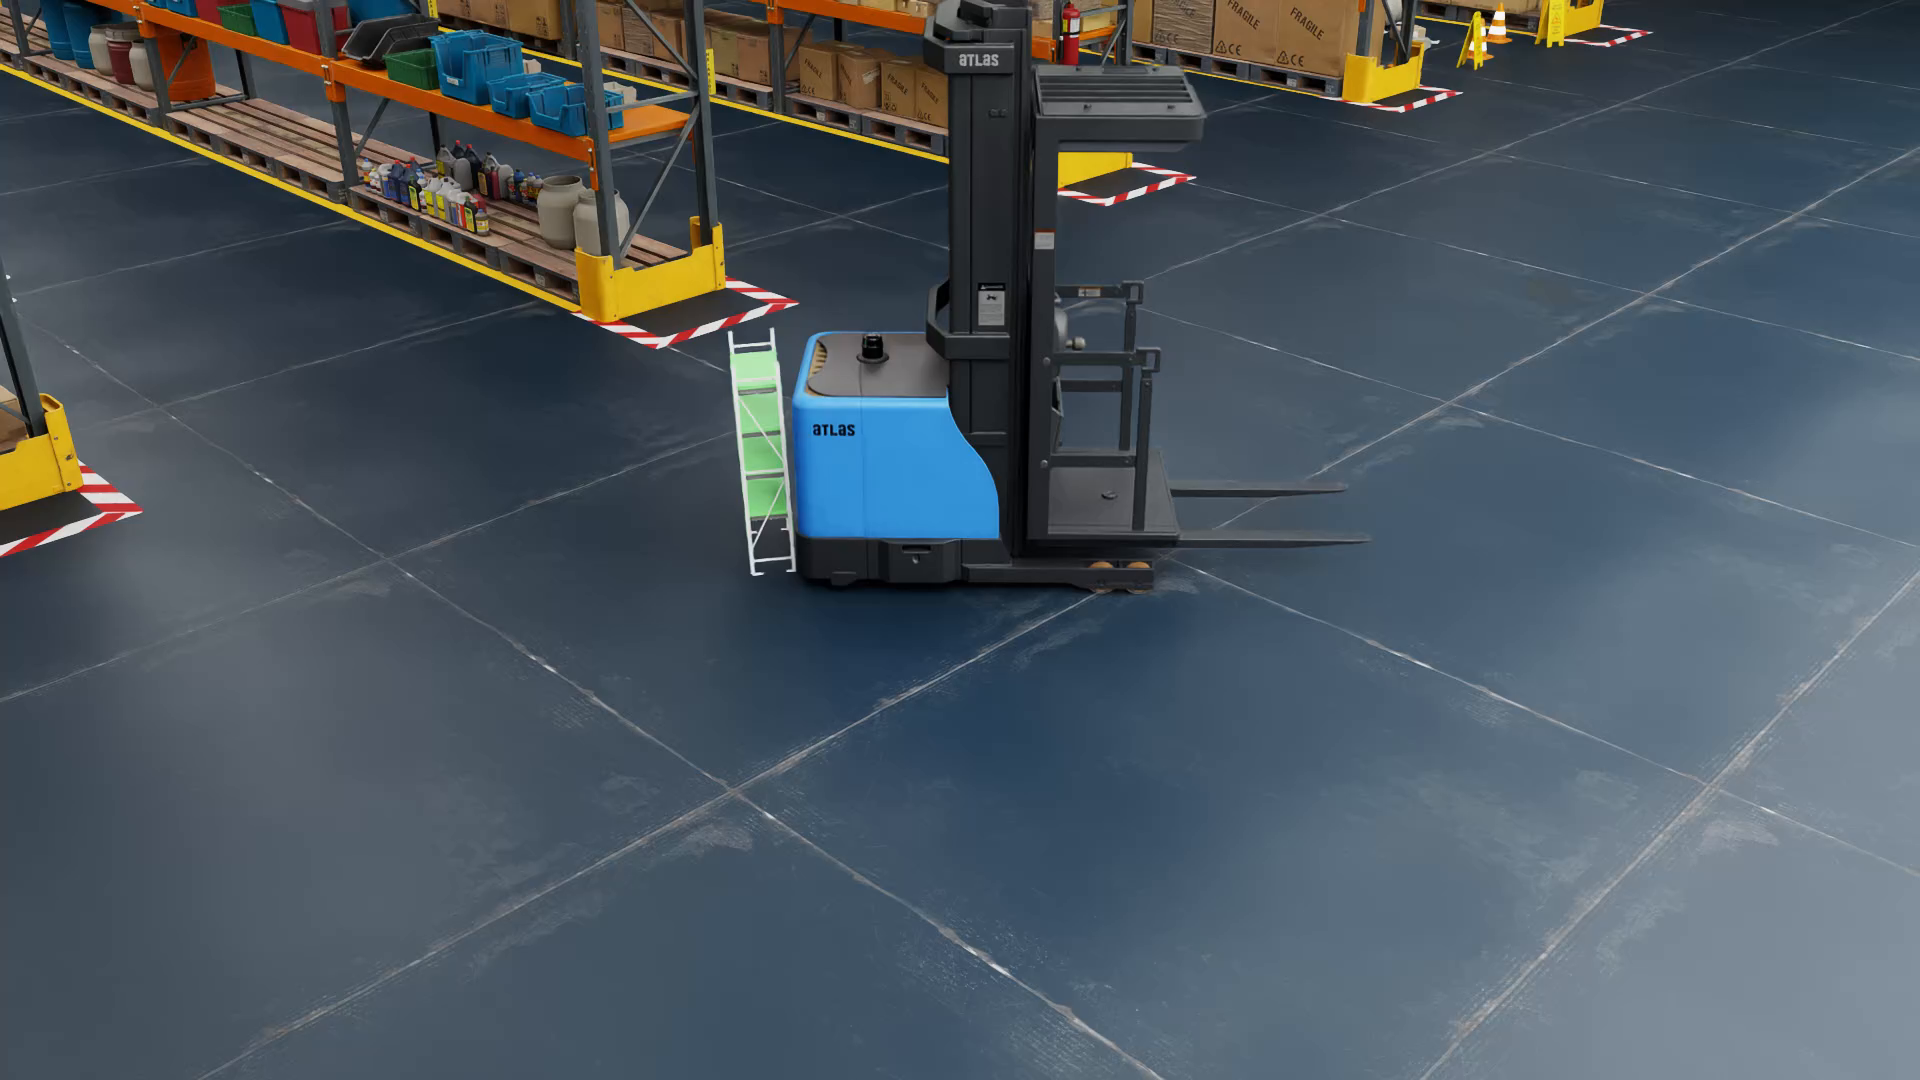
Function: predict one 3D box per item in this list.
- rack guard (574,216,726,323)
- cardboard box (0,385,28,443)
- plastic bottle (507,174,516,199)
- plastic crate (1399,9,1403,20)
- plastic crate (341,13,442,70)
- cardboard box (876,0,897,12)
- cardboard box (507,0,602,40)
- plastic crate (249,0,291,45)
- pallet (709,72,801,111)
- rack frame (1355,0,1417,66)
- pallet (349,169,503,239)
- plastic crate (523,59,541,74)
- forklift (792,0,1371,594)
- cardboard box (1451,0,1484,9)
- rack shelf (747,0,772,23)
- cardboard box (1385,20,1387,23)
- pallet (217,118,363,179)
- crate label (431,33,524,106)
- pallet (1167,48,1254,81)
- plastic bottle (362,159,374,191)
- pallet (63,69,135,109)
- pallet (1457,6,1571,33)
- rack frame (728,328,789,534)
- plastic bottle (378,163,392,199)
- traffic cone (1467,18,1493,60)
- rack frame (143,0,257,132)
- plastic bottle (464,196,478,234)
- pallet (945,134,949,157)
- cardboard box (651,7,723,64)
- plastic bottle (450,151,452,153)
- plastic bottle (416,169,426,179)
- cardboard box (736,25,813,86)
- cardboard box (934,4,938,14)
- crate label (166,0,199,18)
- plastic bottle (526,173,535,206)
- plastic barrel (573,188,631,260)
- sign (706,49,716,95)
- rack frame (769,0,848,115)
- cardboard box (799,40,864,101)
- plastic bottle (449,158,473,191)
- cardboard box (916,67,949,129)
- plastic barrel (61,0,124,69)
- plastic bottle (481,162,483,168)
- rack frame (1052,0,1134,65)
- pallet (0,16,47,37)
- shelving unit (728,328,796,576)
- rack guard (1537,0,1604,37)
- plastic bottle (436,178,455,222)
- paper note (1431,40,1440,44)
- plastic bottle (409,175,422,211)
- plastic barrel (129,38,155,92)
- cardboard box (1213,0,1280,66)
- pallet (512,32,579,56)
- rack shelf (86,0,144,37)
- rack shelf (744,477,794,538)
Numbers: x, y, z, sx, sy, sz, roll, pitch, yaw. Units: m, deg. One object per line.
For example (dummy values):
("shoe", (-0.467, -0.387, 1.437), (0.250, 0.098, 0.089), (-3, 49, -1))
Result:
("rack guard", (-2.337, -2.066, 12.642), (0.348, 0.500, 1.175), (25, 36, 38))
("cardboard box", (-5.952, -0.738, 9.934), (0.500, 0.250, 0.500), (25, 36, 38))
("plastic bottle", (-3.858, -3.058, 14.377), (0.097, 0.201, 0.097), (0, 28, 0))
("plastic crate", (5.862, -7.324, 23.093), (0.583, 0.080, 0.402), (12, 30, 22))
("plastic crate", (-4.818, -4.228, 14.134), (0.504, 0.338, 0.767), (25, 36, 38))
("cardboard box", (-0.609, -5.346, 16.464), (0.250, 0.149, 0.380), (25, 36, 38))
("cardboard box", (-4.960, -6.895, 20.971), (0.875, 0.875, 1.225), (23, 35, 36))
("plastic crate", (-6.107, -4.718, 15.017), (0.575, 0.384, 0.392), (25, 36, 38))
("pallet", (-2.186, -5.131, 18.782), (1.213, 0.211, 1.003), (25, 36, 38))
("rack frame", (4.772, -6.420, 18.237), (0.127, 3.000, 1.000), (25, 36, 38))
("pallet", (-4.653, -3.001, 14.731), (1.213, 0.211, 1.003), (25, 36, 38))
("plastic crate", (-3.767, -3.906, 13.739), (0.437, 0.136, 0.530), (25, 36, 38))
("forklift", (0.661, -1.264, 8.505), (3.031, 2.935, 1.130), (0, 28, 1))
("cardboard box", (7.041, -7.411, 22.624), (0.500, 0.250, 0.500), (25, 37, 39))
("rack shelf", (-3.056, -6.446, 19.060), (4.000, 0.370, 1.077), (25, 36, 38))
("cardboard box", (5.143, -6.724, 21.497), (0.637, 0.503, 0.797), (2, 28, 4))
("pallet", (-6.564, -3.876, 16.394), (1.213, 0.211, 1.003), (25, 36, 38))
("crate label", (-3.752, -3.690, 13.006), (0.616, 0.435, 0.502), (25, 36, 38))
("pallet", (3.281, -5.819, 20.089), (1.213, 0.211, 1.003), (25, 36, 38))
("plastic bottle", (-5.183, -3.206, 14.583), (0.097, 0.271, 0.097), (0, 28, 0))
("pallet", (-9.412, -5.181, 18.876), (1.213, 0.211, 1.003), (25, 36, 38))
("pallet", (7.561, -7.163, 22.646), (1.213, 0.211, 1.003), (25, 36, 38))
("rack frame", (-1.087, -0.577, 9.051), (0.240, 1.200, 0.015), (-5, 28, -7))
("plastic bottle", (-4.933, -3.112, 14.399), (0.152, 0.276, 0.135), (-24, 36, -37))
("traffic cone", (6.423, -6.206, 20.555), (0.334, 0.463, 0.336), (25, 36, 38))
("rack frame", (-7.955, -5.774, 17.007), (0.127, 3.000, 1.000), (25, 36, 38))
("plastic bottle", (-3.963, -2.642, 13.497), (0.061, 0.283, 0.133), (-24, 36, -38))
("pallet", (0.614, -3.874, 16.391), (1.213, 0.211, 1.003), (25, 36, 38))
("cardboard box", (-3.177, -5.934, 19.526), (0.700, 0.500, 0.500), (-22, 35, -35))
("plastic bottle", (-4.528, -3.413, 14.964), (0.061, 0.283, 0.133), (-23, 36, -37))
("plastic bottle", (-4.630, -3.047, 14.281), (0.097, 0.271, 0.097), (0, 28, 0))
("cardboard box", (-2.053, -5.408, 18.525), (0.500, 0.500, 0.700), (21, 34, 35))
("cardboard box", (-0.029, -5.123, 16.039), (0.250, 0.149, 0.380), (25, 36, 38))
("crate label", (-7.436, -5.375, 16.212), (0.616, 0.435, 0.502), (25, 36, 38))
("plastic bottle", (-3.640, -2.990, 14.172), (0.097, 0.271, 0.097), (0, 28, 0))
("plastic barrel", (-2.773, -2.437, 12.884), (0.421, 0.512, 0.421), (0, 28, 0))
("sign", (-1.861, -3.467, 12.323), (0.005, 0.325, 0.100), (25, 36, 38))
("rack frame", (-1.630, -6.112, 17.651), (0.127, 3.000, 1.000), (25, 36, 38))
("cardboard box", (-1.373, -5.048, 17.862), (0.500, 0.500, 0.500), (23, 36, 37))
("plastic bottle", (-4.390, -3.223, 14.611), (0.135, 0.276, 0.152), (25, 36, 38))
("cardboard box", (-0.095, -4.490, 16.801), (0.500, 0.500, 0.500), (-21, 34, -35))
("plastic barrel", (-9.926, -5.922, 19.092), (0.708, 0.901, 0.600), (25, 36, 38))
("plastic bottle", (-4.159, -3.244, 14.643), (0.061, 0.283, 0.133), (-22, 35, -36))
("rack frame", (1.222, -4.807, 15.169), (0.127, 3.000, 1.000), (25, 36, 38))
("pallet", (-12.233, -6.470, 21.327), (1.213, 0.211, 1.003), (25, 36, 38))
("shelving unit", (-1.050, -0.465, 8.838), (0.258, 1.200, 0.503), (-5, 28, -7))
("rack guard", (8.116, -7.014, 22.052), (0.348, 0.500, 1.175), (25, 36, 38))
("plastic bottle", (-4.248, -2.829, 13.780), (0.144, 0.351, 0.185), (-24, 36, -37))
("paper note", (6.100, -6.430, 21.445), (0.142, 0.019, 0.148), (12, 30, 22))
("plastic bottle", (-4.595, -2.931, 14.046), (0.061, 0.283, 0.133), (-23, 36, -37))
("plastic barrel", (-8.781, -5.167, 18.075), (0.421, 0.512, 0.421), (0, 28, 0))
("cardboard box", (3.613, -6.151, 19.557), (0.875, 0.875, 0.875), (24, 36, 38))
("pallet", (-4.992, -6.465, 21.319), (1.213, 0.211, 1.003), (25, 36, 38))
("rack shelf", (-9.381, -6.108, 18.416), (4.000, 0.370, 1.077), (25, 36, 38))
("rack shelf", (-1.042, -0.197, 8.980), (0.258, 0.148, 0.480), (-5, 28, -7))
